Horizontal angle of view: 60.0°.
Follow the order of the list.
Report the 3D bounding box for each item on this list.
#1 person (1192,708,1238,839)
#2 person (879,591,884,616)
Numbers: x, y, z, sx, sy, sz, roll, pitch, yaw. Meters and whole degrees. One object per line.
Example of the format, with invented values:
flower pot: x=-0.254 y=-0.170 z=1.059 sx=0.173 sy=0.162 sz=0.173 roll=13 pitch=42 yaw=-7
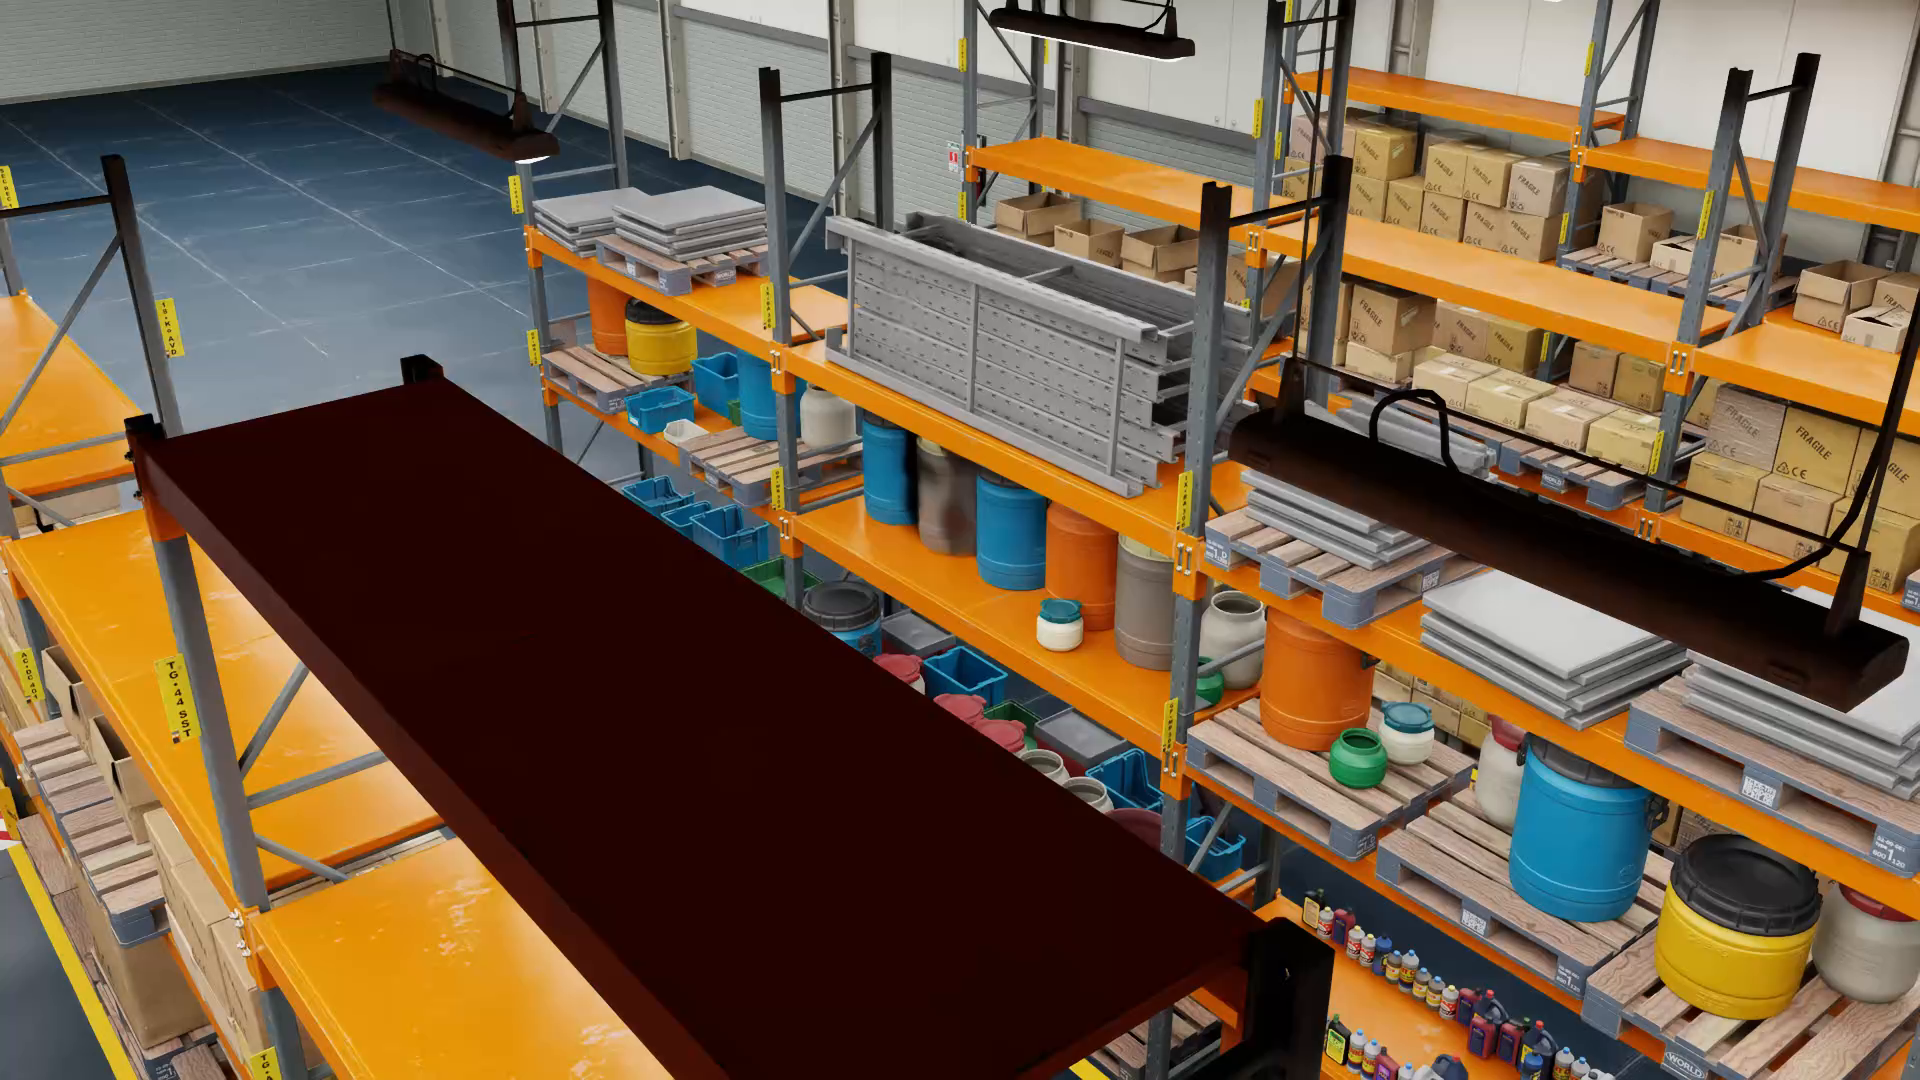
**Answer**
person: x=1.936 y=1.528 z=13.166 sx=0.672 sy=1.710 sz=0.685 roll=-18 pitch=31 yaw=-32
person: x=-0.526 y=0.078 z=16.269 sx=0.781 sy=1.613 sz=0.607 roll=11 pitch=28 yaw=21
